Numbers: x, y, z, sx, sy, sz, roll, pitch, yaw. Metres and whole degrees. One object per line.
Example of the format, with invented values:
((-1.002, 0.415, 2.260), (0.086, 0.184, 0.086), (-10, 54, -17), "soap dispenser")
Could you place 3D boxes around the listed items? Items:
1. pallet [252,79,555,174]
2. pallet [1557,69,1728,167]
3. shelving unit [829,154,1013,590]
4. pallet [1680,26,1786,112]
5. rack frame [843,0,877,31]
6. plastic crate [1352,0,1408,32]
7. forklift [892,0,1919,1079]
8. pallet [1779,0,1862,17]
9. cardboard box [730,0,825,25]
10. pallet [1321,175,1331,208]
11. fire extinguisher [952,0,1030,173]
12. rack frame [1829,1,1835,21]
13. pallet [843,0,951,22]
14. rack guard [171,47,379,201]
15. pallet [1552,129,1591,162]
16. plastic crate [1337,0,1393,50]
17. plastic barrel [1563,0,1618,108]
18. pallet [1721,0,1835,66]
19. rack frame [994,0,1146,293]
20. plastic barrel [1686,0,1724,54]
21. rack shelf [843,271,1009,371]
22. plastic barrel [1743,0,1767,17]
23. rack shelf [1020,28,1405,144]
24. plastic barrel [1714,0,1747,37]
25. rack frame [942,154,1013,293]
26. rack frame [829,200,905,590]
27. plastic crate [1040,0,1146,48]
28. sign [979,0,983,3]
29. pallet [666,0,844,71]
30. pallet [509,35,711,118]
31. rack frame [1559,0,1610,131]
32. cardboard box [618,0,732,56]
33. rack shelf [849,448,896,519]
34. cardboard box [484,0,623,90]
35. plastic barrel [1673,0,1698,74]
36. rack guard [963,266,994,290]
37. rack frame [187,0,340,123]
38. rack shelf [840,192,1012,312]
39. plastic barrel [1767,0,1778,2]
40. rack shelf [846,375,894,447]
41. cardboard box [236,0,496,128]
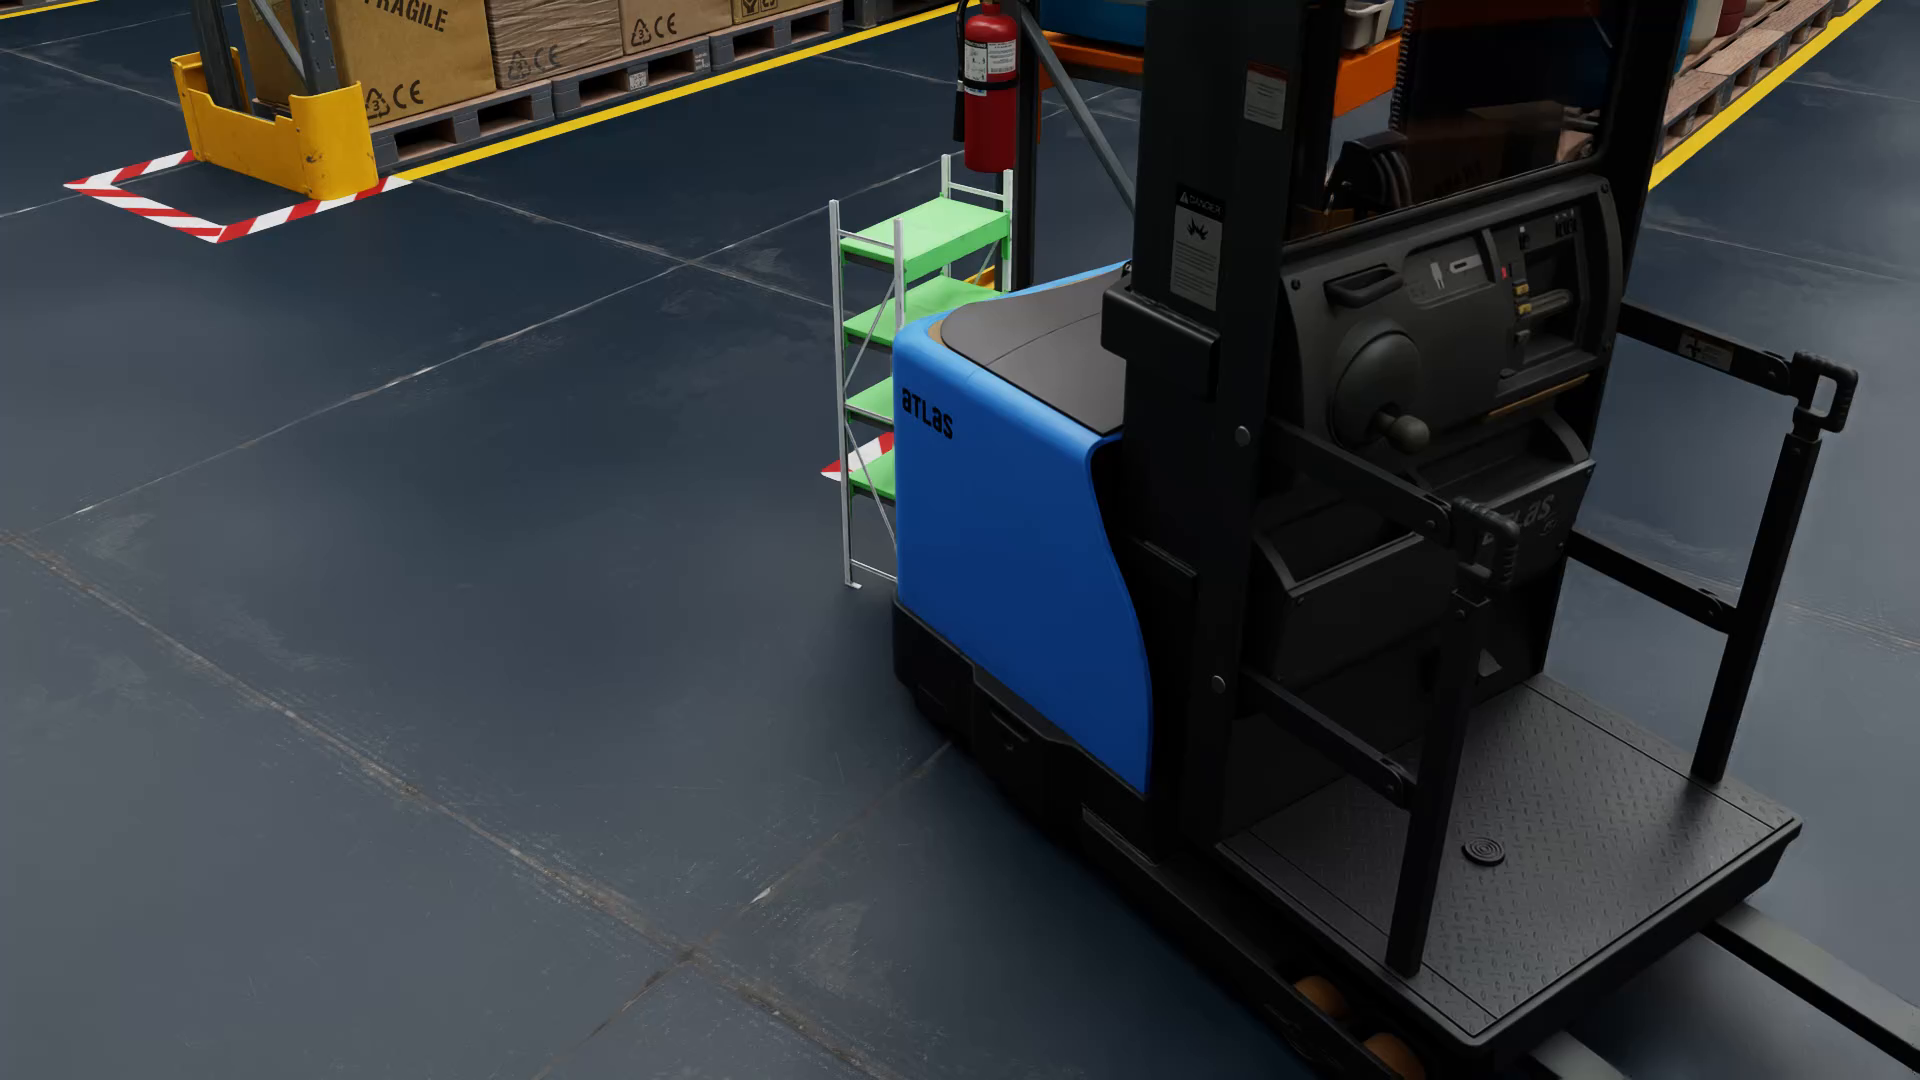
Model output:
((-2.976, -2.317, 8.952), (1.003, 0.211, 1.213), (21, 37, 31), "pallet")
((3.466, -2.370, 9.042), (1.003, 0.211, 1.213), (21, 37, 31), "pallet")
((-0.100, -0.449, 4.830), (0.258, 1.200, 0.503), (21, 37, 31), "shelving unit")
((4.202, -2.868, 9.882), (1.003, 0.211, 1.213), (21, 37, 31), "pallet")
((-0.982, -4.793, 10.396), (1.000, 3.000, 0.127), (21, 37, 31), "rack frame")
((1.361, -1.863, 5.557), (0.416, 0.233, 0.300), (21, 37, 31), "plastic crate")
((1.087, -0.392, 3.037), (1.130, 2.935, 3.031), (-20, 36, -30), "forklift")
((5.880, -3.998, 11.789), (1.003, 0.211, 1.213), (21, 37, 31), "pallet")
((-1.444, -3.816, 10.419), (0.875, 0.875, 0.875), (21, 37, 31), "cardboard box")
((1.818, -1.260, 7.170), (1.003, 0.211, 1.213), (21, 37, 31), "pallet")
((0.099, -1.528, 5.327), (0.296, 0.674, 0.183), (21, 37, 31), "fire extinguisher")
((5.381, -4.895, 10.567), (1.000, 3.000, 0.127), (21, 37, 31), "rack frame")
((-0.576, -3.930, 11.675), (1.003, 0.211, 1.213), (21, 37, 31), "pallet")
((-3.411, -2.082, 8.273), (1.175, 0.500, 0.348), (21, 37, 31), "rack guard")
((2.554, -1.758, 8.010), (1.003, 0.211, 1.213), (21, 37, 31), "pallet")
((1.223, -1.659, 5.307), (0.250, 0.136, 0.298), (21, 37, 31), "plastic crate")
((3.309, -2.763, 8.616), (0.600, 0.901, 0.708), (21, 37, 31), "plastic barrel")
((4.939, -3.362, 10.715), (1.003, 0.211, 1.213), (21, 37, 31), "pallet")
((0.552, -1.643, 5.080), (1.000, 3.000, 0.127), (21, 37, 31), "rack frame")
((4.148, -3.085, 9.541), (0.421, 0.512, 0.421), (0, 31, 0), "plastic barrel")
((-0.100, -0.600, 4.741), (0.258, 0.148, 0.480), (21, 37, 31), "rack shelf")
((4.830, -3.544, 10.316), (0.421, 0.512, 0.421), (0, 31, 0), "plastic barrel")
((1.760, -2.146, 6.635), (1.077, 0.370, 4.000), (21, 37, 31), "rack shelf")
((4.418, -3.375, 9.956), (0.600, 0.588, 0.708), (21, 37, 31), "plastic barrel")
((0.047, -0.548, 4.998), (0.240, 1.200, 0.015), (21, 37, 31), "rack frame")
((-0.247, -0.350, 4.663), (0.240, 1.200, 0.015), (21, 37, 31), "rack frame")
((0.606, -1.878, 5.382), (0.616, 0.435, 0.499), (21, 37, 31), "plastic crate")
((0.104, -1.876, 5.313), (0.100, 0.325, 0.005), (21, 37, 31), "sign")
((-1.503, -3.308, 10.626), (1.003, 0.211, 1.213), (21, 37, 31), "pallet")
((-2.239, -2.810, 9.785), (1.003, 0.211, 1.213), (21, 37, 31), "pallet")
((2.967, -3.269, 7.823), (1.000, 3.000, 0.127), (21, 37, 31), "rack frame")
((-1.987, -3.450, 9.802), (0.875, 0.875, 0.875), (21, 37, 31), "cardboard box")
((-0.100, -0.187, 4.985), (0.258, 0.148, 0.480), (21, 37, 31), "rack shelf")
((-2.525, -3.088, 9.191), (0.875, 0.875, 0.875), (21, 37, 31), "cardboard box")
((3.736, -3.050, 9.101), (0.600, 0.901, 0.708), (21, 37, 31), "plastic barrel")
((0.548, -0.554, 5.694), (1.175, 0.500, 0.348), (21, 37, 31), "rack guard")
((-3.396, -3.167, 7.652), (1.000, 3.000, 0.127), (21, 37, 31), "rack frame")
((-0.100, -0.807, 4.618), (0.258, 0.148, 0.480), (21, 37, 31), "rack shelf")
((5.100, -3.938, 10.669), (0.600, 0.830, 0.708), (21, 37, 31), "plastic barrel")
((-0.100, -0.394, 4.863), (0.258, 0.148, 0.480), (21, 37, 31), "rack shelf")
((-3.074, -2.719, 8.567), (0.875, 0.875, 0.875), (21, 37, 31), "cardboard box")
